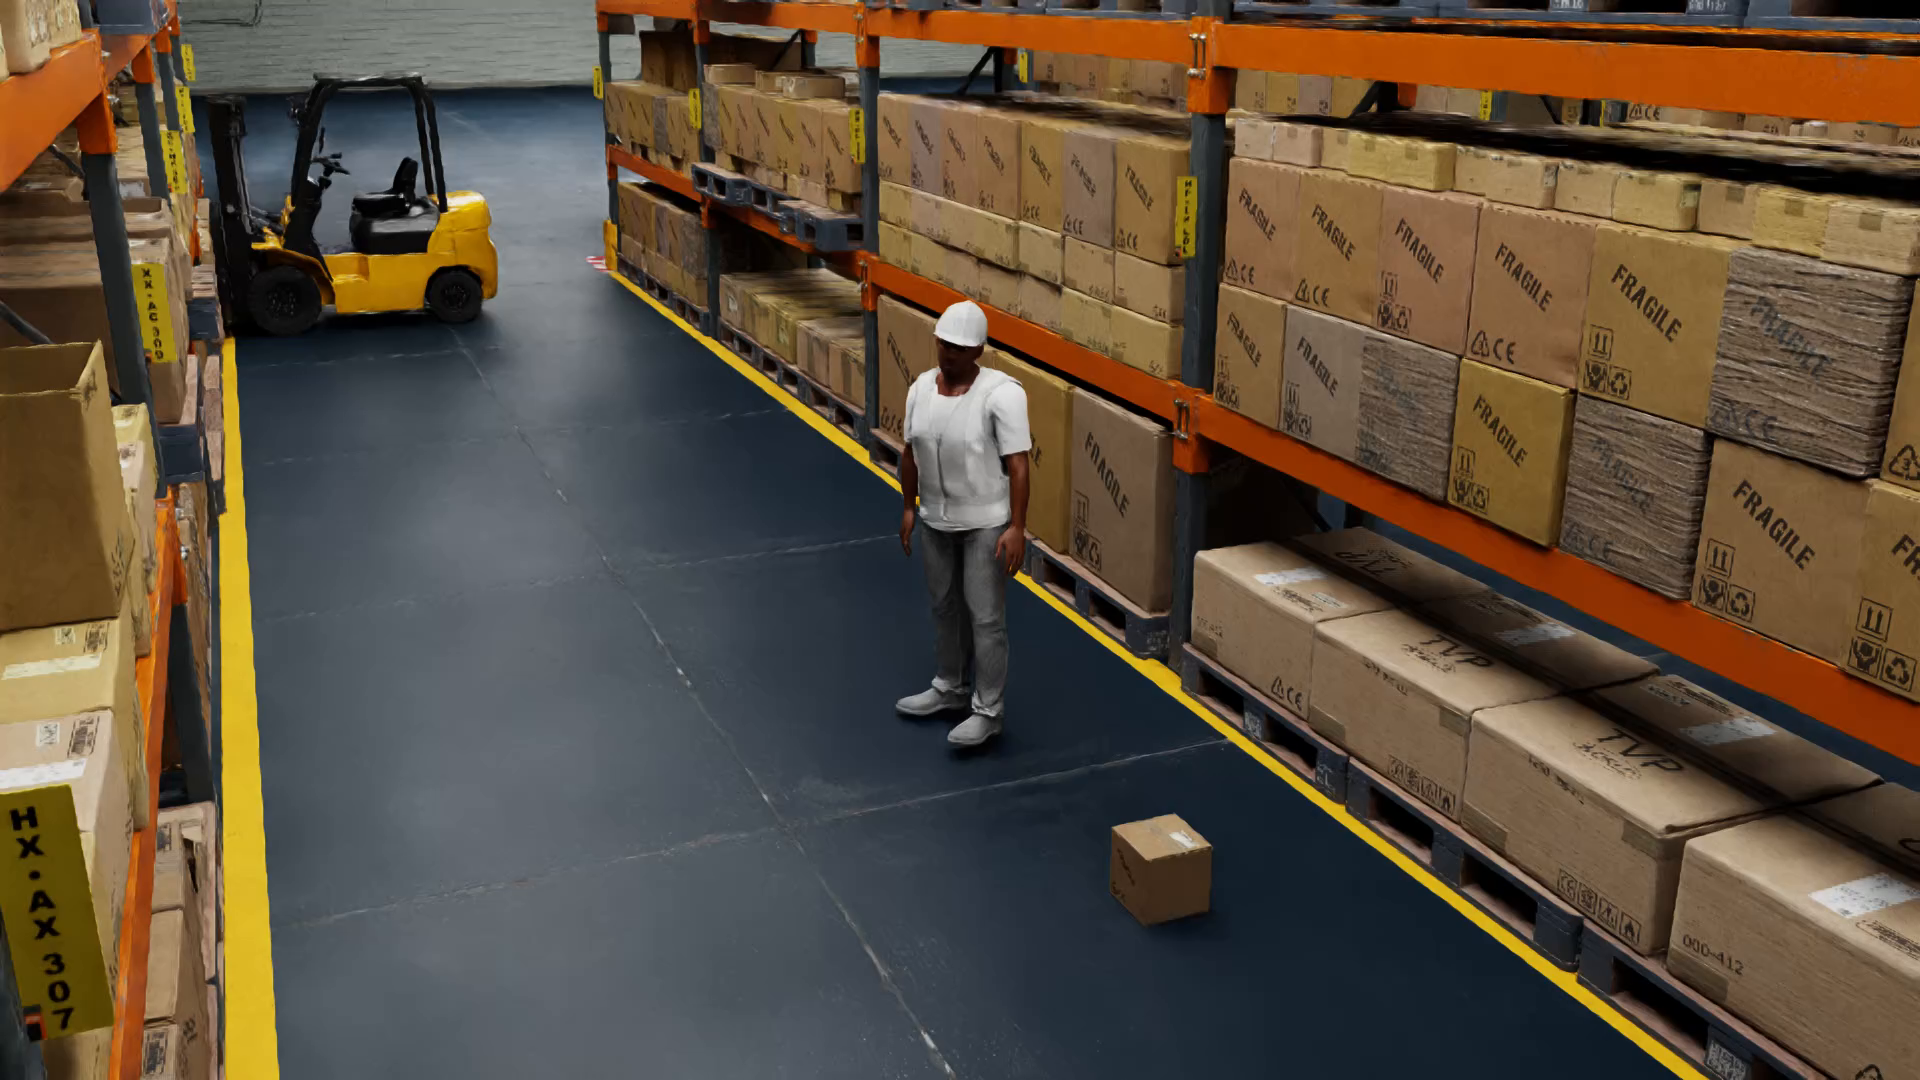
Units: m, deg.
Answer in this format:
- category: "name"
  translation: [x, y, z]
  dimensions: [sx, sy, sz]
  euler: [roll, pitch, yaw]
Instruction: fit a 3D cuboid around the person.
- category: "person"
  translation: [-0.012, -0.062, 6.613]
  dimensions: [0.648, 1.770, 0.462]
  euler: [14, 23, 35]
